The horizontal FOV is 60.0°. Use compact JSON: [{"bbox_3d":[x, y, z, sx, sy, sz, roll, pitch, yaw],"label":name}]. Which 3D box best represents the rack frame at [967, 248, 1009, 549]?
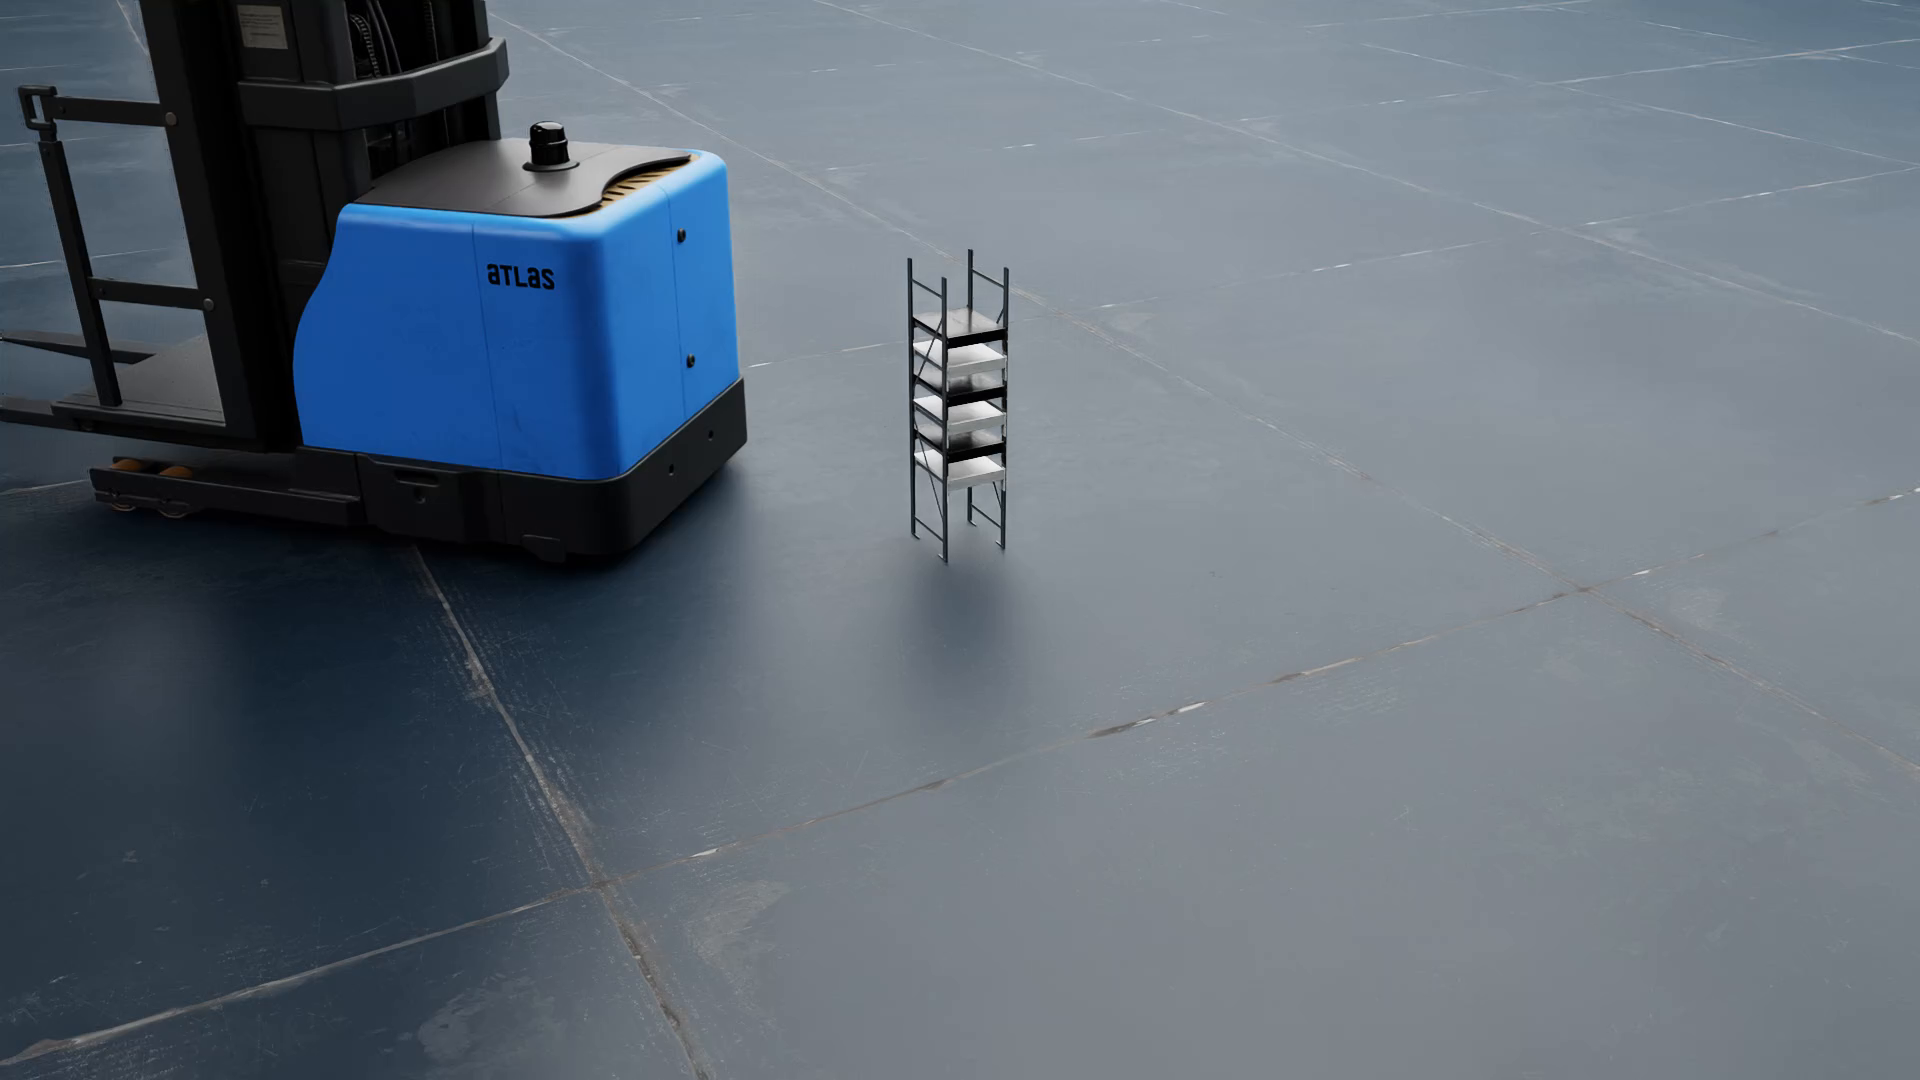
[{"bbox_3d":[0.083,-0.425,5.095,0.006,0.900,0.240,-13,29,-25],"label":"rack frame"}]

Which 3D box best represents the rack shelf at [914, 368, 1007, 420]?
[{"bbox_3d":[-0.007,-0.455,5.027,0.200,0.077,0.258,-13,29,-25],"label":"rack shelf"}]

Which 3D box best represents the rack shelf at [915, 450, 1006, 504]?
[{"bbox_3d":[-0.007,-0.212,5.144,0.200,0.077,0.258,-13,29,-25],"label":"rack shelf"}]

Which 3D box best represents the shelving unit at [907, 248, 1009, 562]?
[{"bbox_3d":[-0.007,-0.404,5.052,0.210,0.900,0.258,-13,29,-25],"label":"shelving unit"}]

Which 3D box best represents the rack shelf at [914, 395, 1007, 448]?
[{"bbox_3d":[-0.007,-0.374,5.066,0.200,0.077,0.258,-13,29,-25],"label":"rack shelf"}]

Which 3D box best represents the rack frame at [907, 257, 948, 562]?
[{"bbox_3d":[-0.097,-0.383,5.009,0.006,0.900,0.240,-13,29,-25],"label":"rack frame"}]

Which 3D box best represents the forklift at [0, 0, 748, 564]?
[{"bbox_3d":[-2.317,-1.601,5.198,3.031,2.935,1.130,7,27,15],"label":"forklift"}]

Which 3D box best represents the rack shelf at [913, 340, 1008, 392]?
[{"bbox_3d":[-0.007,-0.536,4.988,0.200,0.077,0.258,-13,29,-25],"label":"rack shelf"}]

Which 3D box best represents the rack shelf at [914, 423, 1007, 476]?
[{"bbox_3d":[-0.007,-0.293,5.105,0.200,0.077,0.258,-13,29,-25],"label":"rack shelf"}]

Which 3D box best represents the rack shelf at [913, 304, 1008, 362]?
[{"bbox_3d":[-0.007,-0.617,4.949,0.200,0.077,0.258,-13,29,-25],"label":"rack shelf"}]
